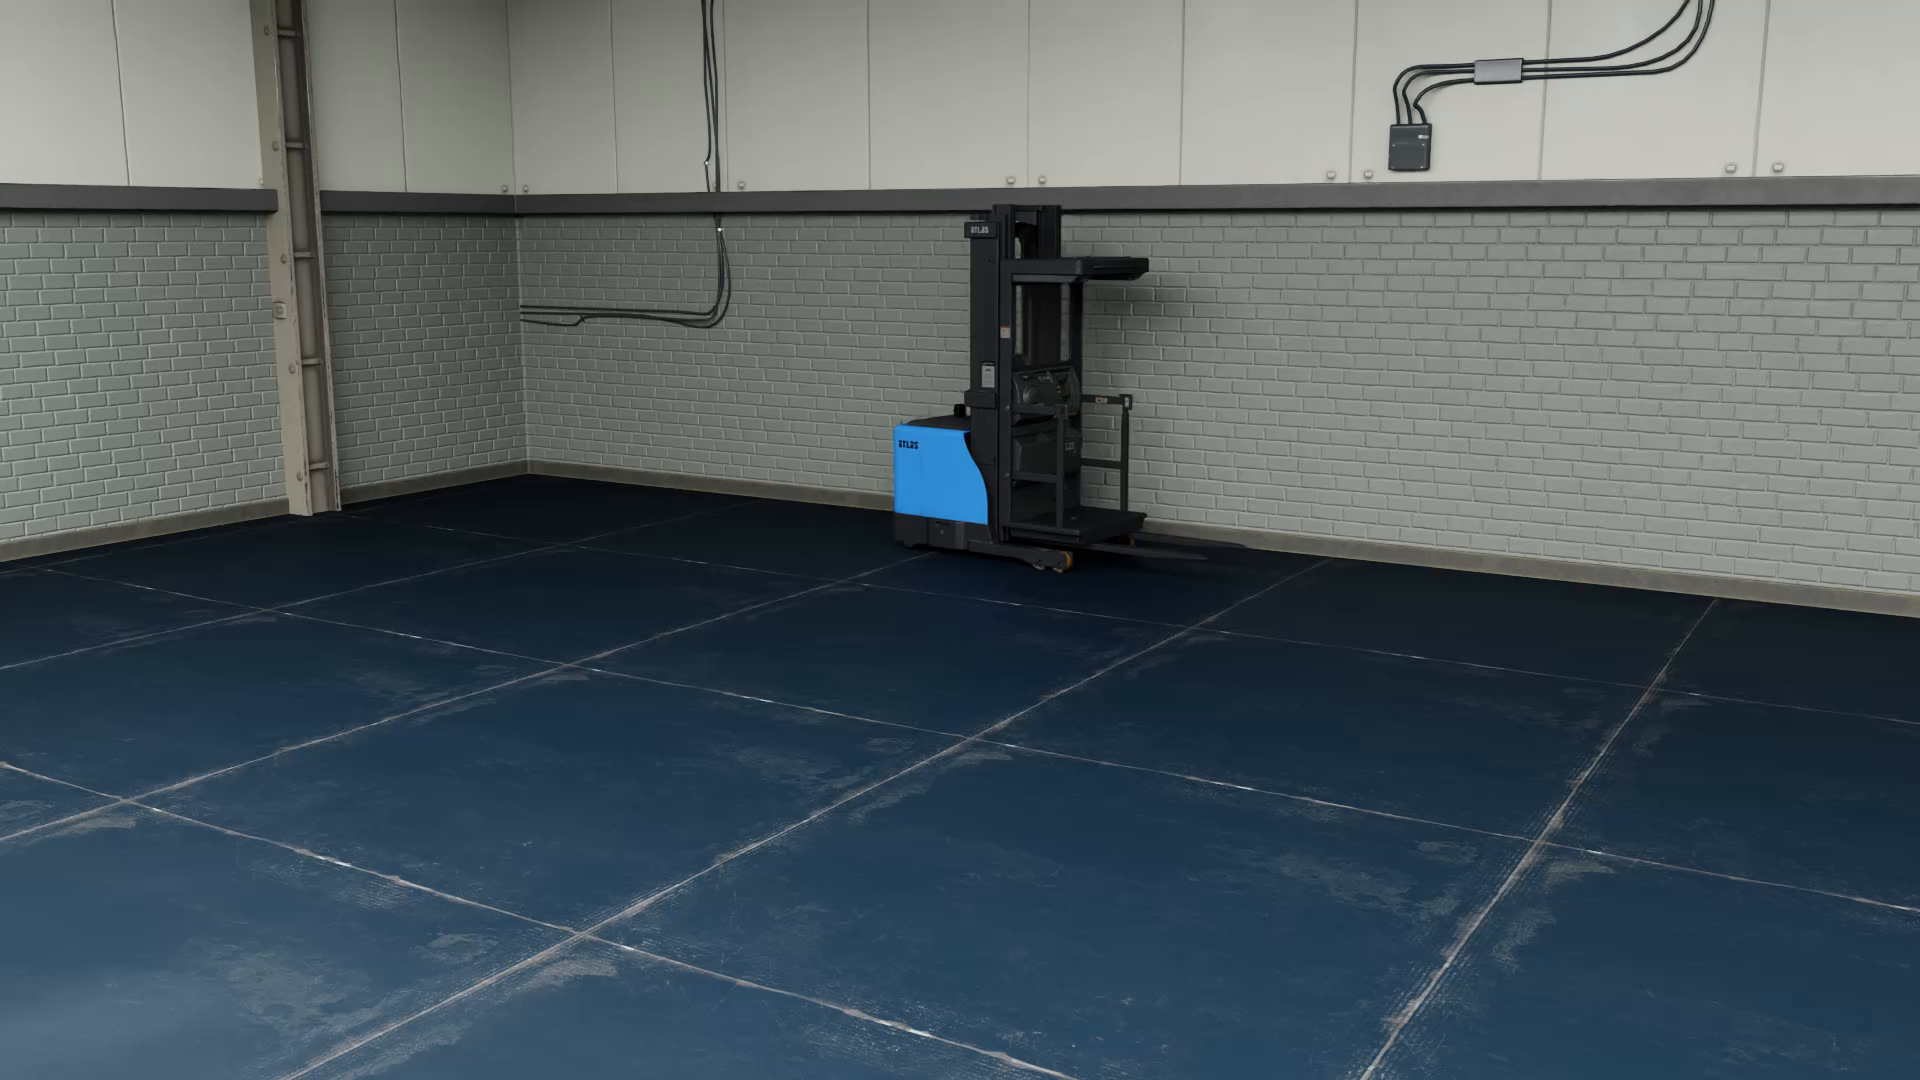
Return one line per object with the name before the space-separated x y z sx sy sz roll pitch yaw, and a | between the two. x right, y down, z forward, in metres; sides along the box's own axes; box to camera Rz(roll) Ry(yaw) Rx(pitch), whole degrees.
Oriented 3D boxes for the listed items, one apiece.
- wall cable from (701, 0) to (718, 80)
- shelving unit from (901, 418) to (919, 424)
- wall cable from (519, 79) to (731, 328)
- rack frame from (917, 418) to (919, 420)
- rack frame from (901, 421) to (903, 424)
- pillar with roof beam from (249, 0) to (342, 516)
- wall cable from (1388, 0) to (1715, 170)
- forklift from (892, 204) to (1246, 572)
wall cable | -1.374 -5.737 15.770 3.097 2.526 0.112 6 12 31
shelving unit | -0.376 -0.556 14.985 0.215 1.050 0.252 8 13 35
wall cable | -3.686 -3.513 17.615 3.097 2.526 0.112 6 12 31
rack frame | -0.304 -0.574 15.082 0.200 1.050 0.008 8 13 35
rack frame | -0.447 -0.538 14.888 0.200 1.050 0.008 8 13 35
pillar with roof beam | -2.666 -4.291 13.332 9.100 9.000 0.400 6 12 31
wall cable | 4.420 -5.801 12.159 2.305 6.003 0.169 6 12 31
forklift | 0.894 -1.290 13.796 3.031 2.935 1.130 8 13 36
